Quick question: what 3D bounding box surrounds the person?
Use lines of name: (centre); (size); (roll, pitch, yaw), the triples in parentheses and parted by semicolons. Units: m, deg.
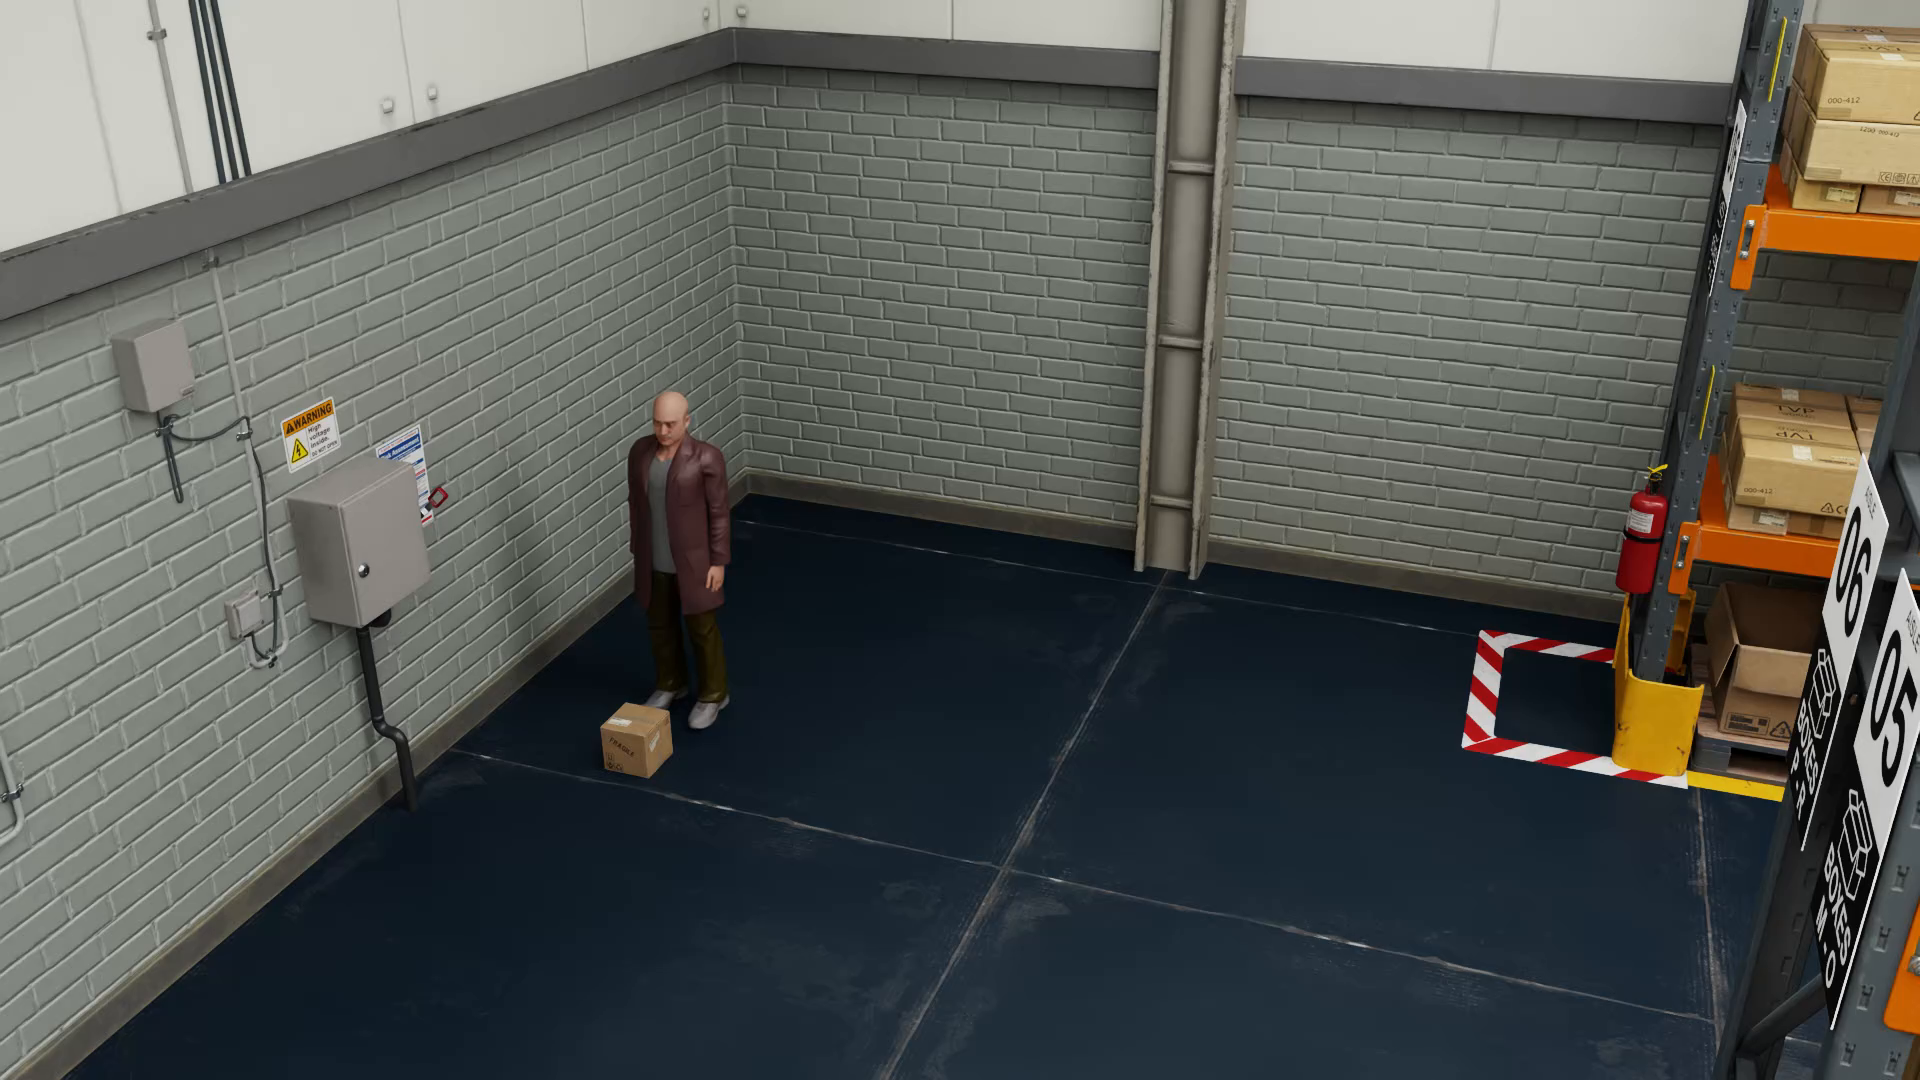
person: (-1.422, 0.102, 8.412); (0.564, 1.778, 0.383); (9, 27, 19)
